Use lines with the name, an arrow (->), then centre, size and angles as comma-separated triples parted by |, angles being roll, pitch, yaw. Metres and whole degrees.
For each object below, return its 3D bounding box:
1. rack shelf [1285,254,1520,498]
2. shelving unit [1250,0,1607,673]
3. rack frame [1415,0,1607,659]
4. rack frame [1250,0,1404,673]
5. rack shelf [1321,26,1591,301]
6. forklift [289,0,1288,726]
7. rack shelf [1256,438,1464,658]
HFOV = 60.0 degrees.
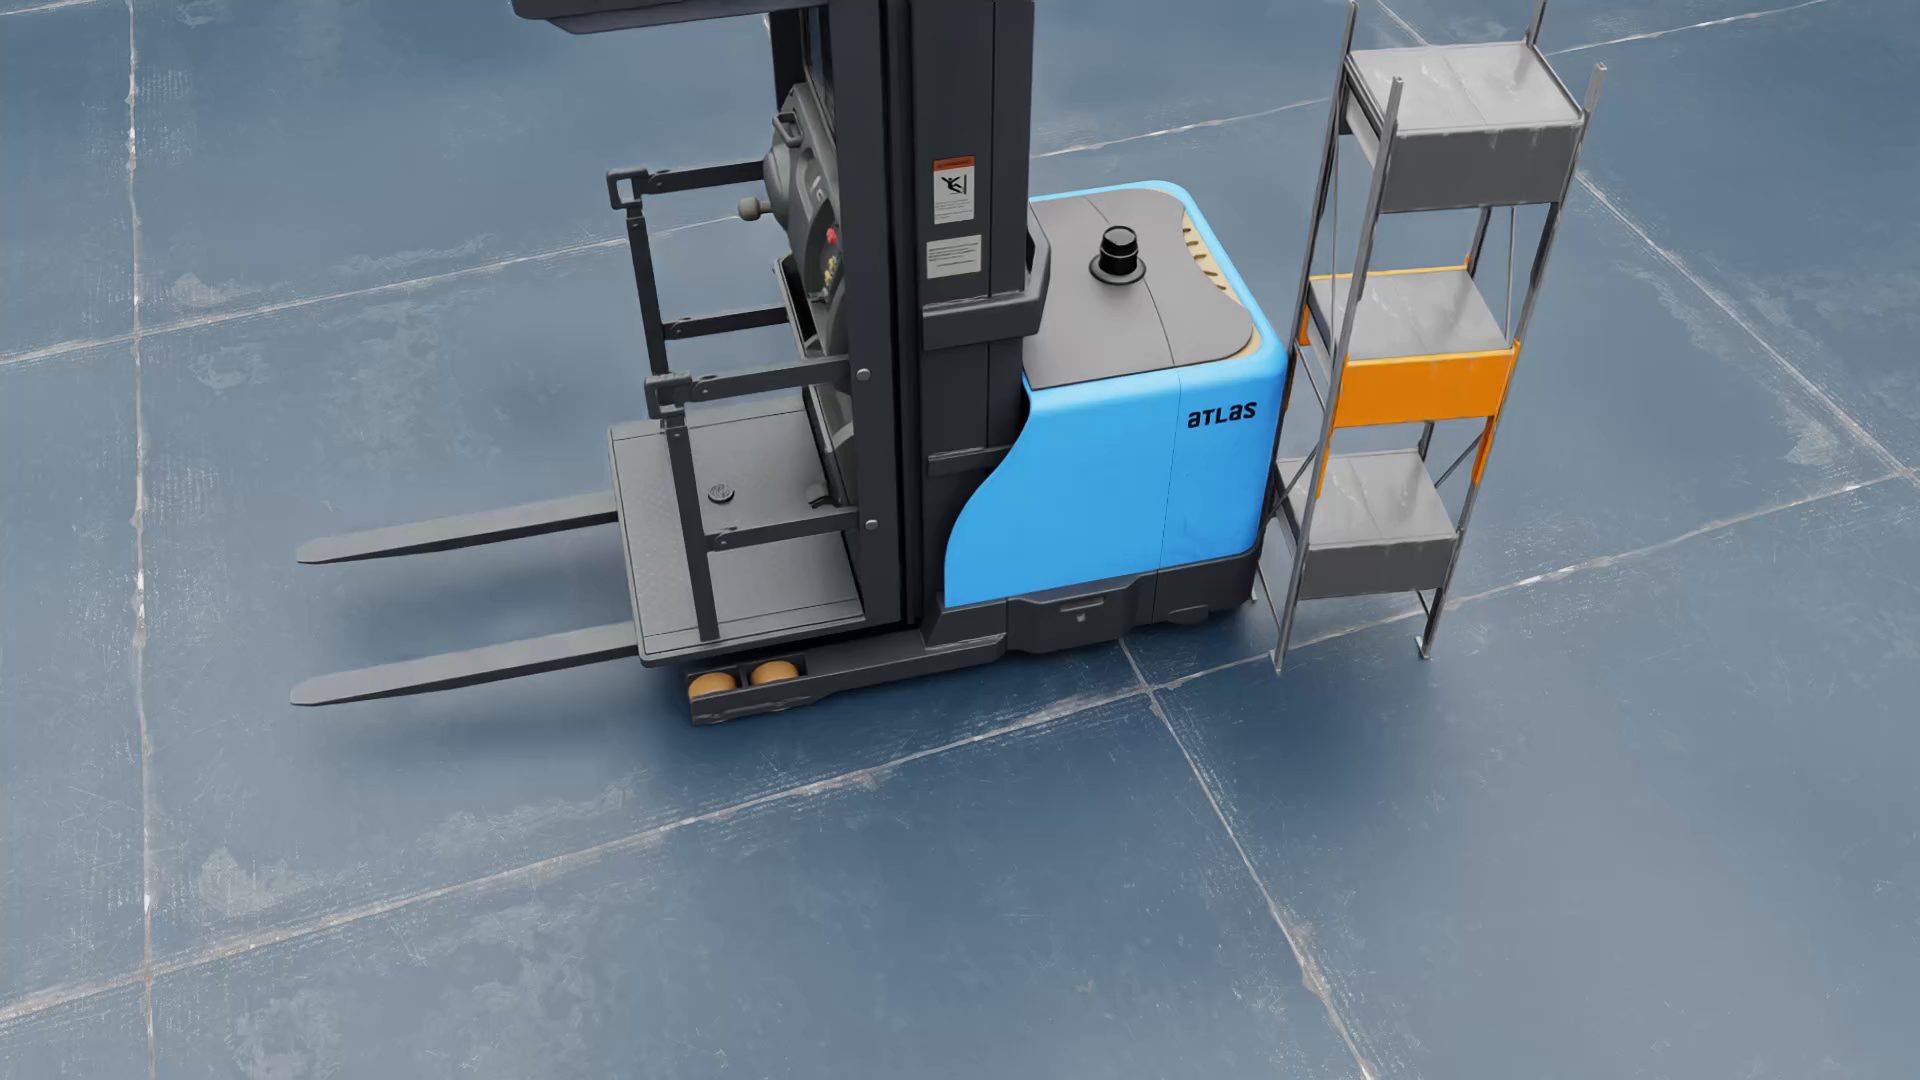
rack shelf -> 1.237, -0.467, 4.753 | 0.480, 0.518, 0.431 | -5, 45, -5
shelving unit -> 1.237, -0.477, 4.743 | 0.503, 2.100, 0.431 | -5, 45, -5
rack frame -> 1.480, -0.497, 4.763 | 0.015, 2.100, 0.400 | -5, 45, -5
rack frame -> 0.995, -0.457, 4.723 | 0.015, 2.100, 0.400 | -5, 45, -5
rack shelf -> 1.237, -0.961, 4.257 | 0.480, 0.518, 0.431 | -5, 45, -5
forklift -> -0.610, -0.879, 4.557 | 3.031, 2.935, 1.130 | -10, 46, -10
rack shelf -> 1.237, 0.027, 5.248 | 0.480, 0.518, 0.431 | -5, 45, -5
